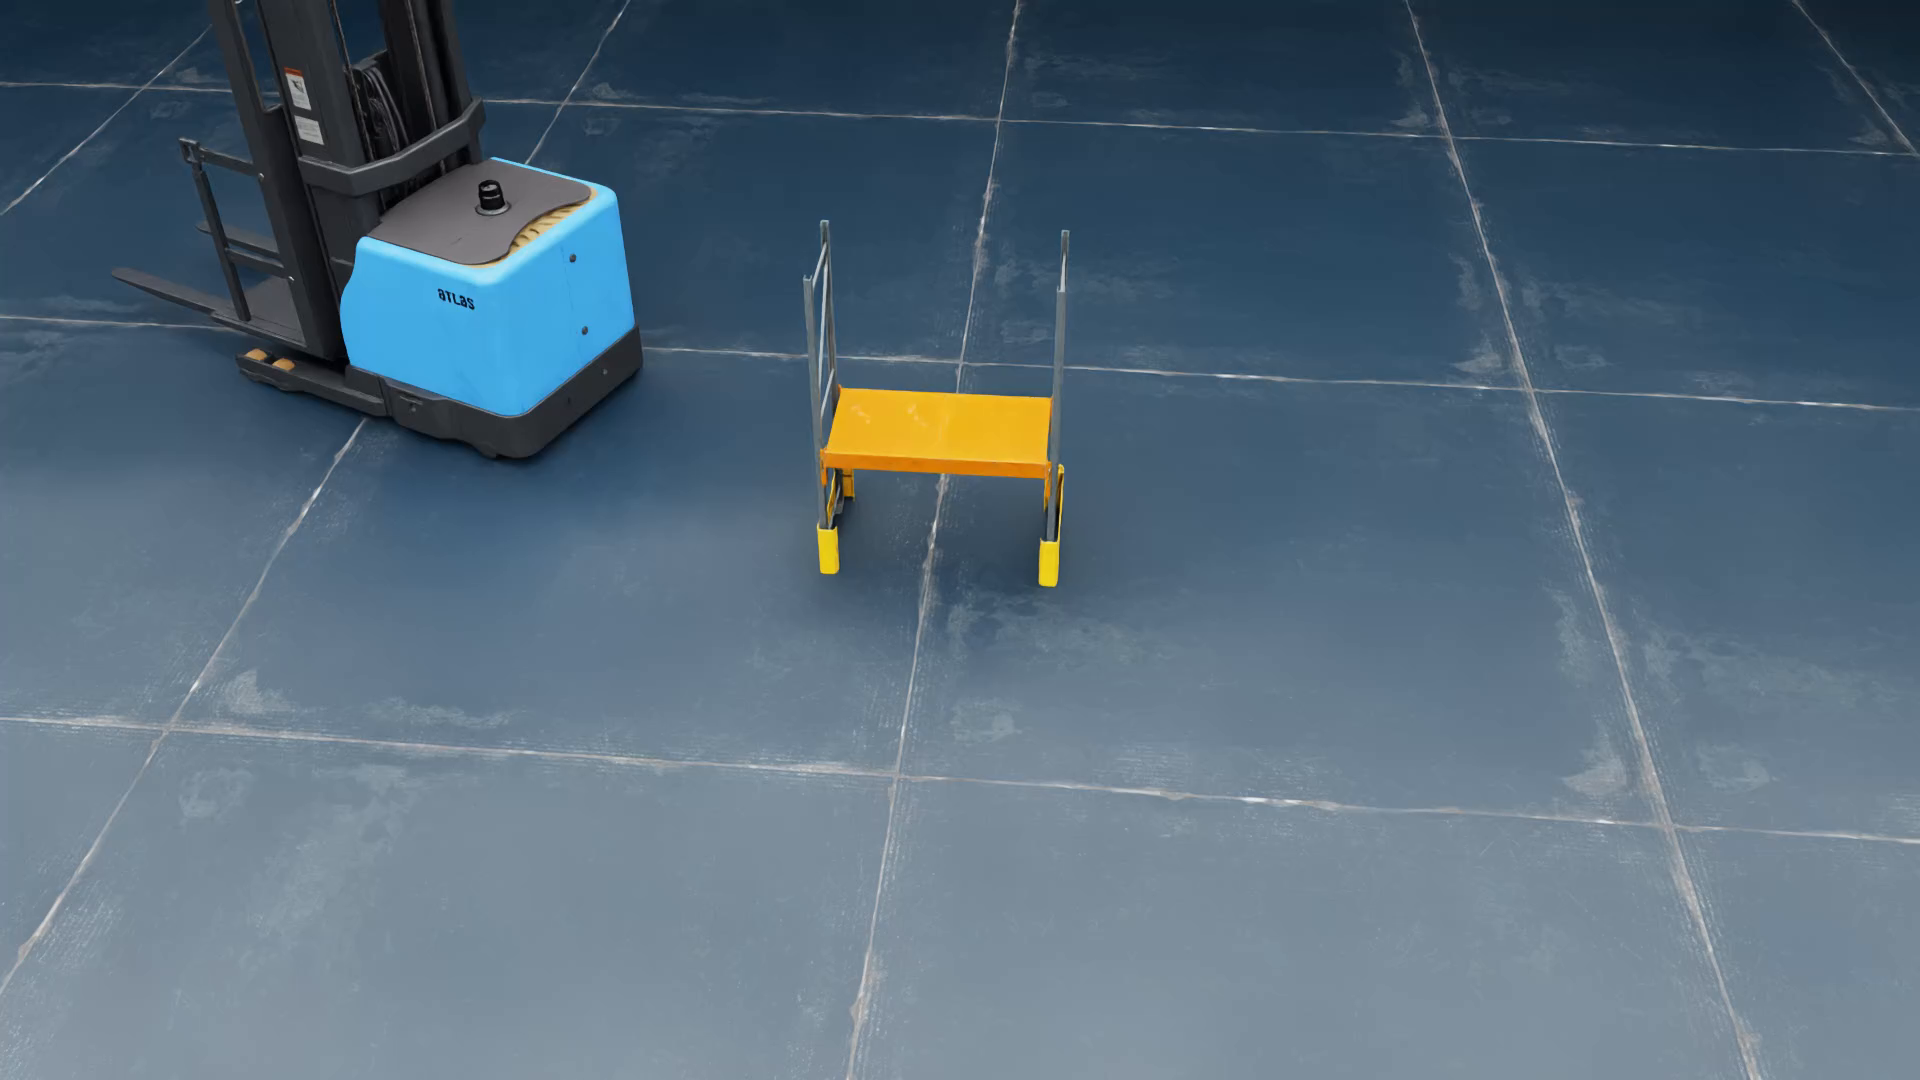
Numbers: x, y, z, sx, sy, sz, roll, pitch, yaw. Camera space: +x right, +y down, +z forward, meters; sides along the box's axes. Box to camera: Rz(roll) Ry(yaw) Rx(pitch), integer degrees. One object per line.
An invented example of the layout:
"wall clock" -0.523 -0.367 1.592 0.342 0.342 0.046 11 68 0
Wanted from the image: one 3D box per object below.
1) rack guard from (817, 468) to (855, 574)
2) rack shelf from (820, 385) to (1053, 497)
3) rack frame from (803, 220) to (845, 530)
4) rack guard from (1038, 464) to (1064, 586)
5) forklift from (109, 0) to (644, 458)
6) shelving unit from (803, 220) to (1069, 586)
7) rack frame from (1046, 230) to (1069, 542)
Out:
"rack guard" -0.572 -0.128 7.710 0.087 0.250 0.587 3 39 4
"rack shelf" -0.085 -0.447 7.396 1.000 0.185 0.538 3 39 4
"rack frame" -0.591 -0.614 7.316 0.032 1.500 0.500 3 39 4
"rack guard" 0.420 -0.074 7.643 0.087 0.250 0.587 3 39 4
"forklift" -3.222 -2.193 8.123 3.031 2.935 1.130 18 43 21
"shelving unit" -0.076 -0.586 7.282 1.083 1.500 0.587 3 39 4
"rack frame" 0.421 -0.559 7.248 0.032 1.500 0.500 3 39 4
